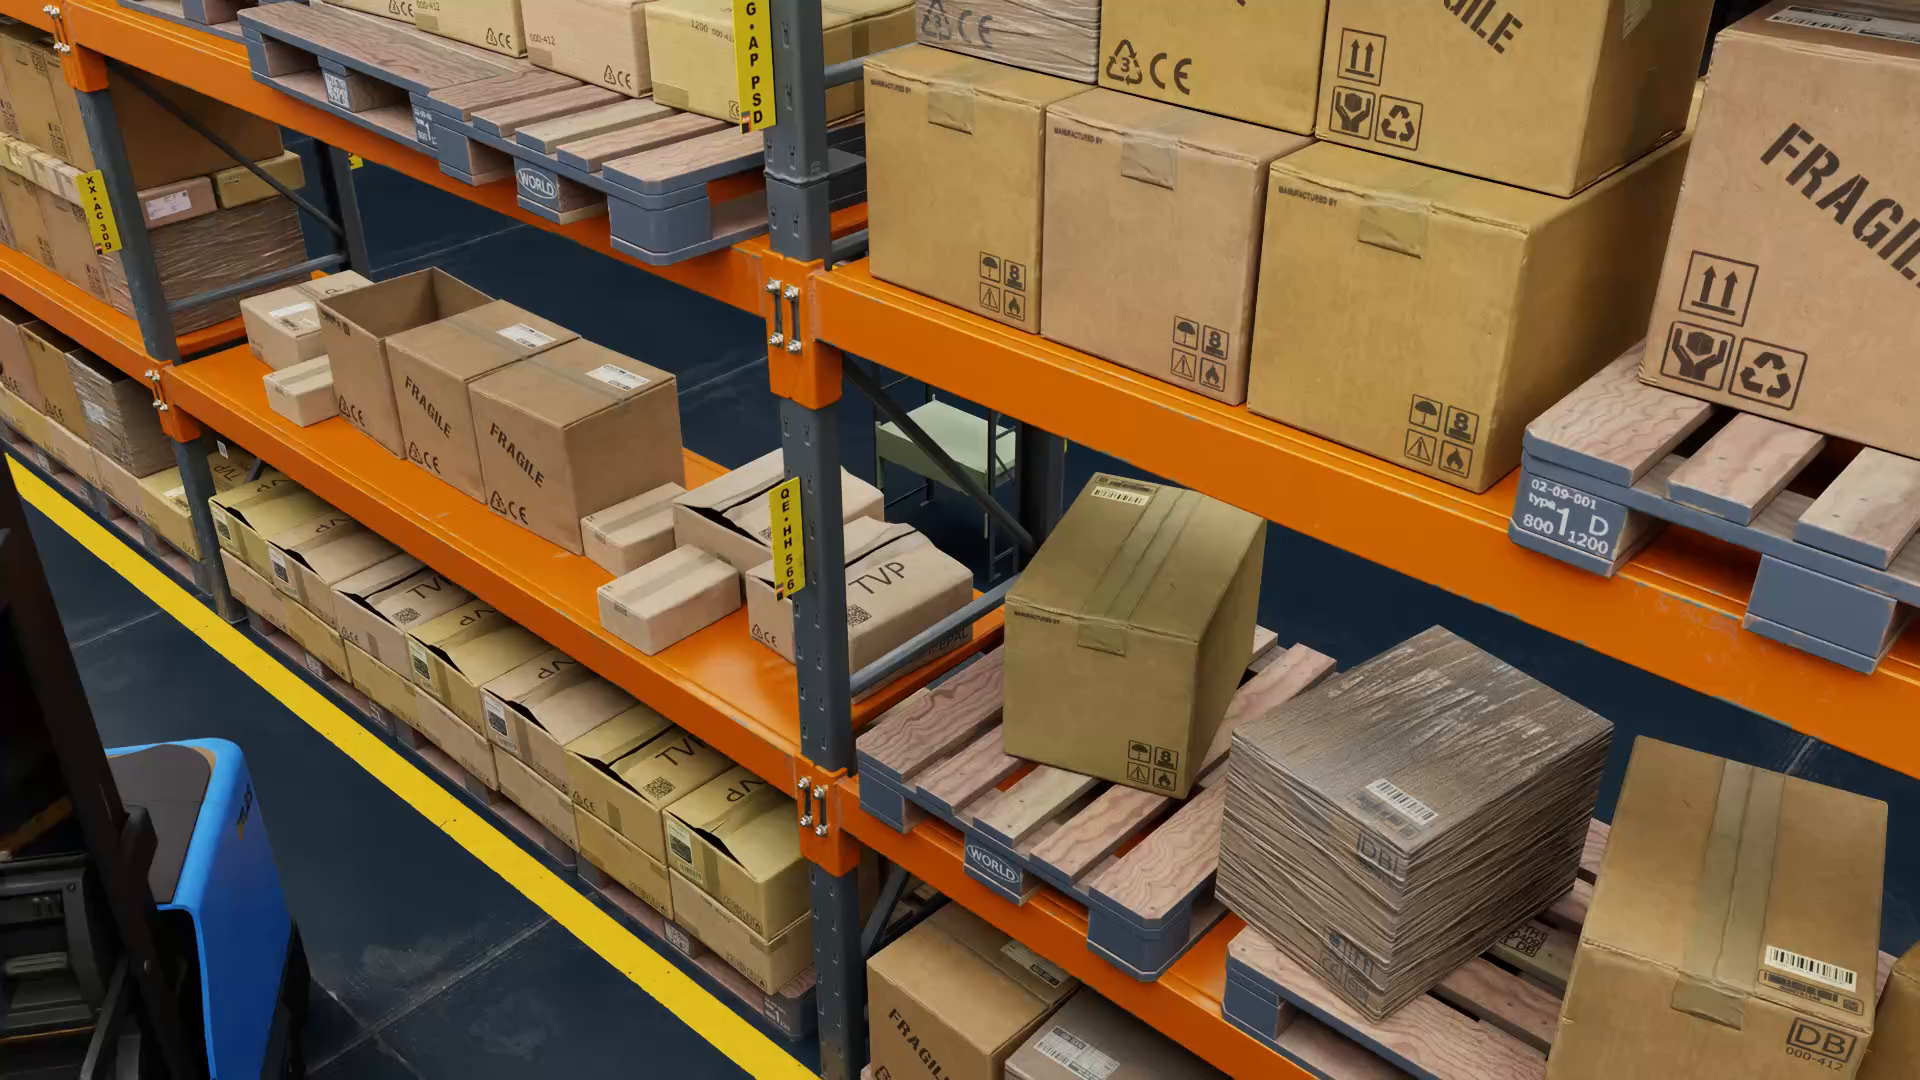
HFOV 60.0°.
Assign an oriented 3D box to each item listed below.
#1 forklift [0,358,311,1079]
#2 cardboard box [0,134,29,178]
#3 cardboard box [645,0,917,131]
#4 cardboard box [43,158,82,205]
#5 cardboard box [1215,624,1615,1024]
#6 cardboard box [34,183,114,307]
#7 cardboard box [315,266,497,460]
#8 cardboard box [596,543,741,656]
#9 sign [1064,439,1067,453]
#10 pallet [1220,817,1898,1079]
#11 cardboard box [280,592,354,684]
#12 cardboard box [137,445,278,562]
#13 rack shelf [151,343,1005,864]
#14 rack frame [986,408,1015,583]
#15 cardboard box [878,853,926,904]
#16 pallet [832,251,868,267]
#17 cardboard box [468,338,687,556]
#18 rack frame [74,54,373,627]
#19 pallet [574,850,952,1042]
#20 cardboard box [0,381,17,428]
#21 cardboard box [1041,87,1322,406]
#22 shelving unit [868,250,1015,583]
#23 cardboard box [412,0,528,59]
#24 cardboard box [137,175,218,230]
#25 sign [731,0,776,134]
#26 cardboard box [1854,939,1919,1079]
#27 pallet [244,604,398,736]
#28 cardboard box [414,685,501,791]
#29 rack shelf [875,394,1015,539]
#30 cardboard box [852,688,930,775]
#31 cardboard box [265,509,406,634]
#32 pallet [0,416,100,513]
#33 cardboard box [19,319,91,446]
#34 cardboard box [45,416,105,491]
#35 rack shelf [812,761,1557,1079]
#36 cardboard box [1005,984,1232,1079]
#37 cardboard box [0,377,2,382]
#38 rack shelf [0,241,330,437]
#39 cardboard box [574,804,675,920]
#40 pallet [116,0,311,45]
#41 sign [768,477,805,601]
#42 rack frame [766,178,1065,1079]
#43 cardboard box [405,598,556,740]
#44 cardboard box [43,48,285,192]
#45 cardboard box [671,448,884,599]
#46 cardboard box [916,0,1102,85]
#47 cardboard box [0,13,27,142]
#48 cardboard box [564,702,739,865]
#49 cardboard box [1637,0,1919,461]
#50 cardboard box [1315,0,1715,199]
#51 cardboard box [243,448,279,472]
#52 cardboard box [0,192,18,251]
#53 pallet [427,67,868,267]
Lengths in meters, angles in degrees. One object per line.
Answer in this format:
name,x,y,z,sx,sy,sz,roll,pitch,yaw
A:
forklift,-2.450,1.060,3.647,1.130,2.935,3.031,-6,32,-9
cardboard box,-4.132,-1.787,7.585,0.250,0.149,0.380,25,39,35
cardboard box,-0.442,-1.254,4.254,0.500,0.250,0.500,22,37,32
cardboard box,-3.757,-1.611,7.291,0.250,0.149,0.380,24,38,34
cardboard box,1.025,0.624,3.800,0.700,0.500,0.500,-21,37,-31
cardboard box,-3.762,-1.476,7.696,0.500,0.500,0.700,25,39,35
cardboard box,-2.085,-0.690,6.391,0.500,0.500,0.500,-26,40,-36
cardboard box,-0.920,0.185,5.278,0.250,0.149,0.380,25,39,35
sign,0.289,-0.390,4.944,0.005,0.325,0.100,25,39,35
pallet,1.377,1.036,3.807,1.213,0.211,1.003,25,39,35
cardboard box,-2.523,0.308,7.089,0.500,0.250,0.500,26,40,36
cardboard box,-3.524,-0.181,7.900,0.500,0.250,0.500,25,39,35
rack shelf,-1.551,-0.101,6.207,4.000,0.370,1.077,25,39,35
rack frame,0.266,-0.518,7.657,0.023,1.500,0.400,25,39,35
cardboard box,-0.259,0.987,5.961,0.500,0.250,0.500,25,39,35
pallet,-0.234,-2.022,11.403,1.213,0.211,1.003,25,39,35
cardboard box,-1.323,-0.335,5.801,0.500,0.500,0.500,23,38,33
rack frame,-3.034,-1.102,7.172,0.127,3.000,1.000,25,39,35
pallet,-0.652,1.177,6.089,1.213,0.211,1.003,25,39,35
cardboard box,-5.007,-0.872,9.050,0.500,0.250,0.500,25,39,35
cardboard box,0.656,-0.731,3.550,0.500,0.500,0.910,25,39,35
shelving unit,-0.005,-0.645,7.867,0.755,1.500,0.431,25,39,35
cardboard box,-1.259,-1.630,4.880,0.500,0.250,0.500,24,39,34
cardboard box,-3.379,-1.435,6.999,0.250,0.149,0.380,25,39,35
sign,-0.446,-1.048,3.597,0.005,0.325,0.100,25,39,35
cardboard box,2.144,0.981,3.208,0.700,0.500,0.500,-22,38,-32
pallet,-2.461,0.333,7.492,1.213,0.211,1.003,25,39,35
cardboard box,-1.760,0.663,6.500,0.500,0.250,0.500,26,40,36
rack shelf,-0.005,-0.366,8.035,0.720,0.370,0.431,25,39,35
cardboard box,-0.259,0.747,5.816,0.500,0.311,0.500,27,40,37
cardboard box,-2.527,0.070,6.941,0.500,0.311,0.500,25,39,35
pallet,-4.504,-0.621,9.076,1.213,0.211,1.003,25,39,35
cardboard box,-4.260,-0.851,8.287,0.500,0.500,0.500,25,39,35
cardboard box,-4.269,-0.525,8.472,0.500,0.250,0.500,25,39,35
rack shelf,1.415,1.283,3.908,4.000,0.370,1.077,25,39,35
cardboard box,0.470,1.611,4.663,0.500,0.500,0.500,23,38,33
cardboard box,-5.000,-1.198,8.864,0.500,0.500,0.500,25,39,35
rack shelf,-4.516,-1.486,8.507,4.000,0.370,1.077,25,39,35
cardboard box,-1.006,1.015,5.915,0.500,0.250,0.500,25,39,35
pallet,-2.371,-2.005,5.949,1.217,0.209,0.805,23,38,33
sign,-0.438,0.000,4.219,0.005,0.325,0.100,25,39,35
rack frame,-0.068,0.283,4.872,0.127,3.000,1.000,25,39,35
cardboard box,-1.754,0.426,6.349,0.500,0.311,0.500,26,40,36
cardboard box,-3.367,-1.851,7.062,0.500,0.500,0.700,25,39,35
cardboard box,-0.601,-0.063,5.532,0.500,0.311,0.500,25,39,35
cardboard box,0.251,-1.320,3.560,0.500,0.500,0.500,25,39,35
cardboard box,-4.113,-2.199,7.640,0.500,0.500,0.700,25,39,35
cardboard box,-1.011,0.776,5.768,0.500,0.311,0.500,24,39,34
cardboard box,1.583,-0.547,2.740,0.600,0.600,0.600,23,38,33
cardboard box,1.008,-0.967,2.974,0.500,0.500,0.500,25,39,35
cardboard box,-3.174,-0.380,8.232,0.500,0.250,0.500,25,39,35
cardboard box,-4.512,-1.828,8.281,0.500,0.500,0.700,26,40,36
pallet,-0.631,-1.122,4.481,1.003,0.211,1.213,27,40,37
